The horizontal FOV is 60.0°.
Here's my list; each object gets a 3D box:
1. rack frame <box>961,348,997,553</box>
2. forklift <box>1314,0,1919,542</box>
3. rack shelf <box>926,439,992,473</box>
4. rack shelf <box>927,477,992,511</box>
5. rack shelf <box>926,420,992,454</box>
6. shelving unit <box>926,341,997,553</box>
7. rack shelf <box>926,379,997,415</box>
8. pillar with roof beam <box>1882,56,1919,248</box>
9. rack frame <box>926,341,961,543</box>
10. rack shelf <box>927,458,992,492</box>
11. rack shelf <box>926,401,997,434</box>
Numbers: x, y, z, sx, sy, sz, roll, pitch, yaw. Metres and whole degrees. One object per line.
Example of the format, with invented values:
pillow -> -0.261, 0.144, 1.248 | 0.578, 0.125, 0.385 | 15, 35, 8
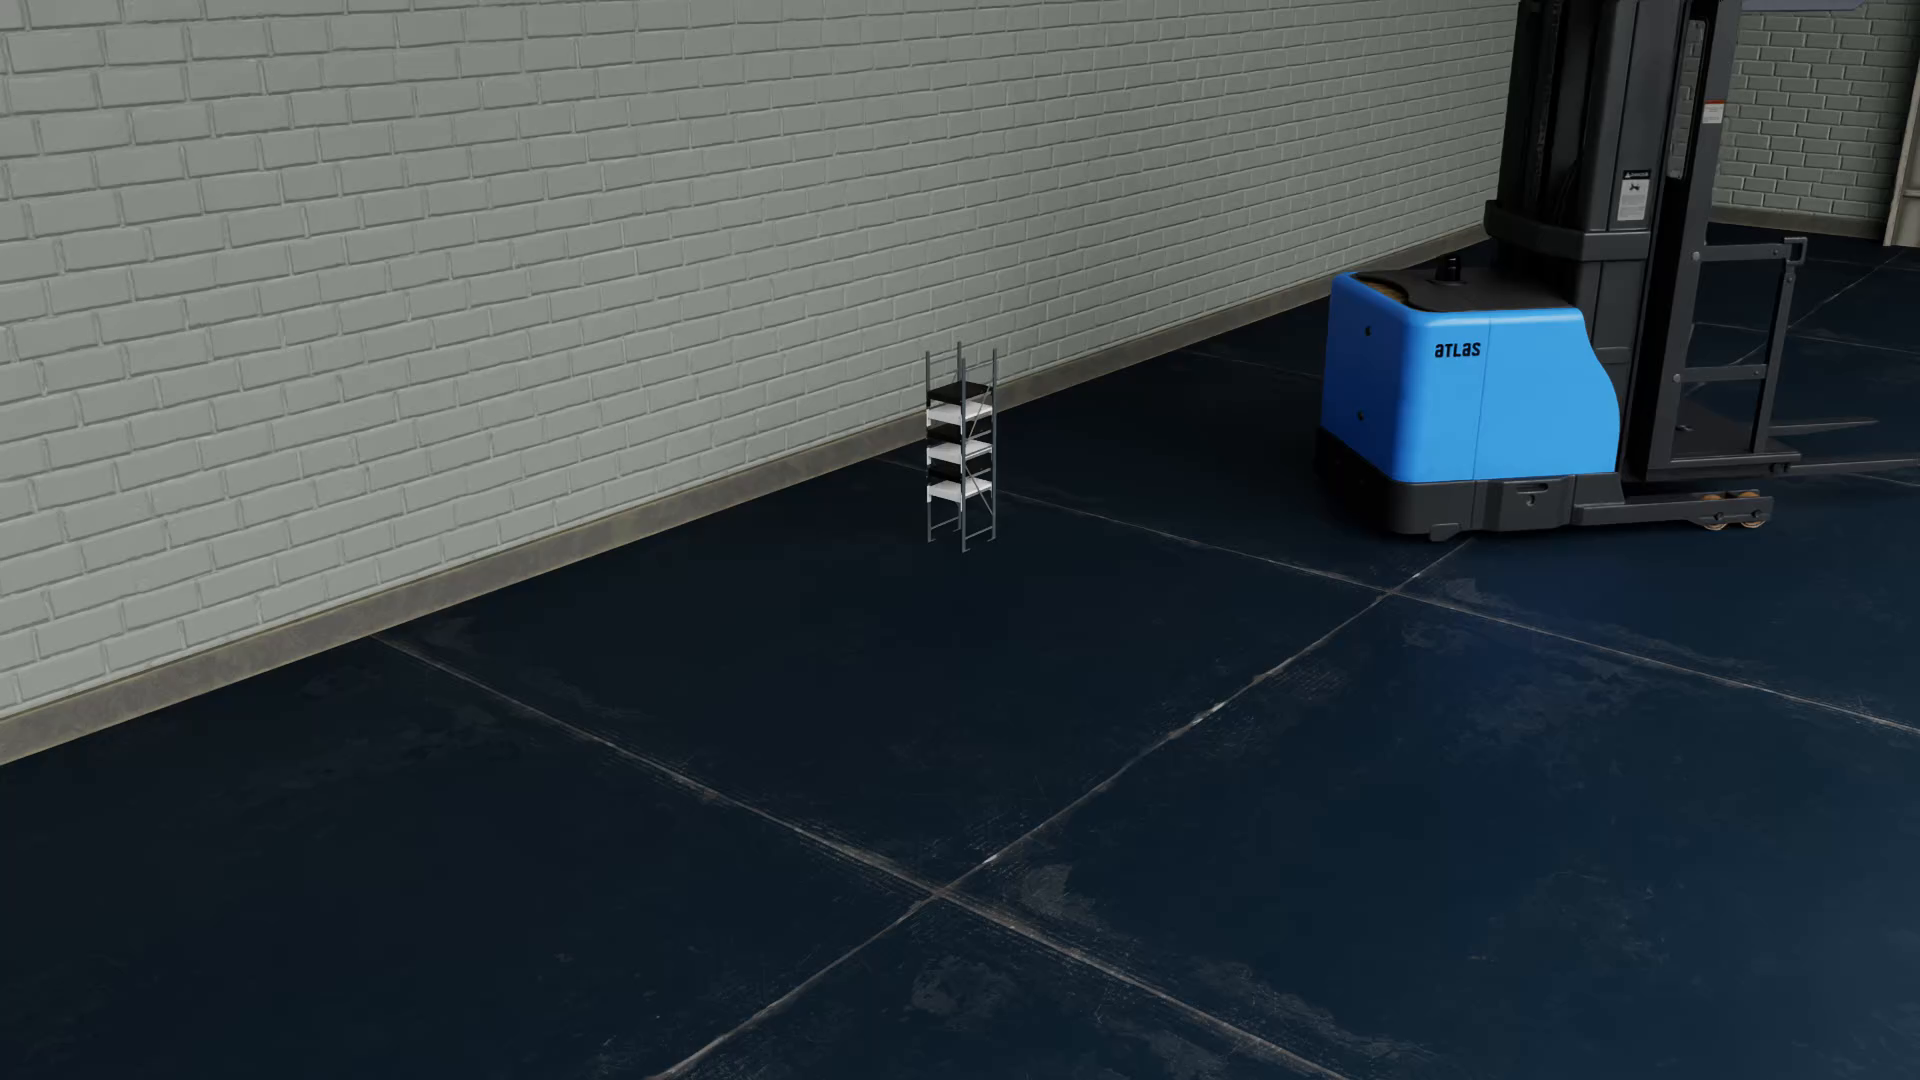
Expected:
rack frame -> 0.085, -0.397, 7.444 | 0.006, 0.900, 0.240 | 16, 26, 36
forklift -> 3.354, -1.596, 7.746 | 3.031, 2.935, 1.130 | -3, 21, -9
rack shelf -> 0.006, -0.388, 7.516 | 0.200, 0.077, 0.258 | 16, 26, 36
rack shelf -> 0.006, -0.220, 7.580 | 0.200, 0.077, 0.258 | 16, 26, 36
rack shelf -> 0.006, -0.472, 7.485 | 0.200, 0.077, 0.258 | 16, 26, 36
shelving unit -> 0.006, -0.419, 7.505 | 0.210, 0.900, 0.258 | 16, 26, 36
rack shelf -> 0.006, -0.641, 7.421 | 0.200, 0.077, 0.258 | 16, 26, 36
pillar with roof beam -> 5.552, -5.594, 9.750 | 0.400, 9.000, 9.100 | 16, 26, 36
rack frame -> -0.072, -0.442, 7.565 | 0.006, 0.900, 0.240 | 16, 26, 36
rack shelf -> 0.006, -0.304, 7.548 | 0.200, 0.077, 0.258 | 16, 26, 36
rack shelf -> 0.006, -0.556, 7.453 | 0.200, 0.077, 0.258 | 16, 26, 36
